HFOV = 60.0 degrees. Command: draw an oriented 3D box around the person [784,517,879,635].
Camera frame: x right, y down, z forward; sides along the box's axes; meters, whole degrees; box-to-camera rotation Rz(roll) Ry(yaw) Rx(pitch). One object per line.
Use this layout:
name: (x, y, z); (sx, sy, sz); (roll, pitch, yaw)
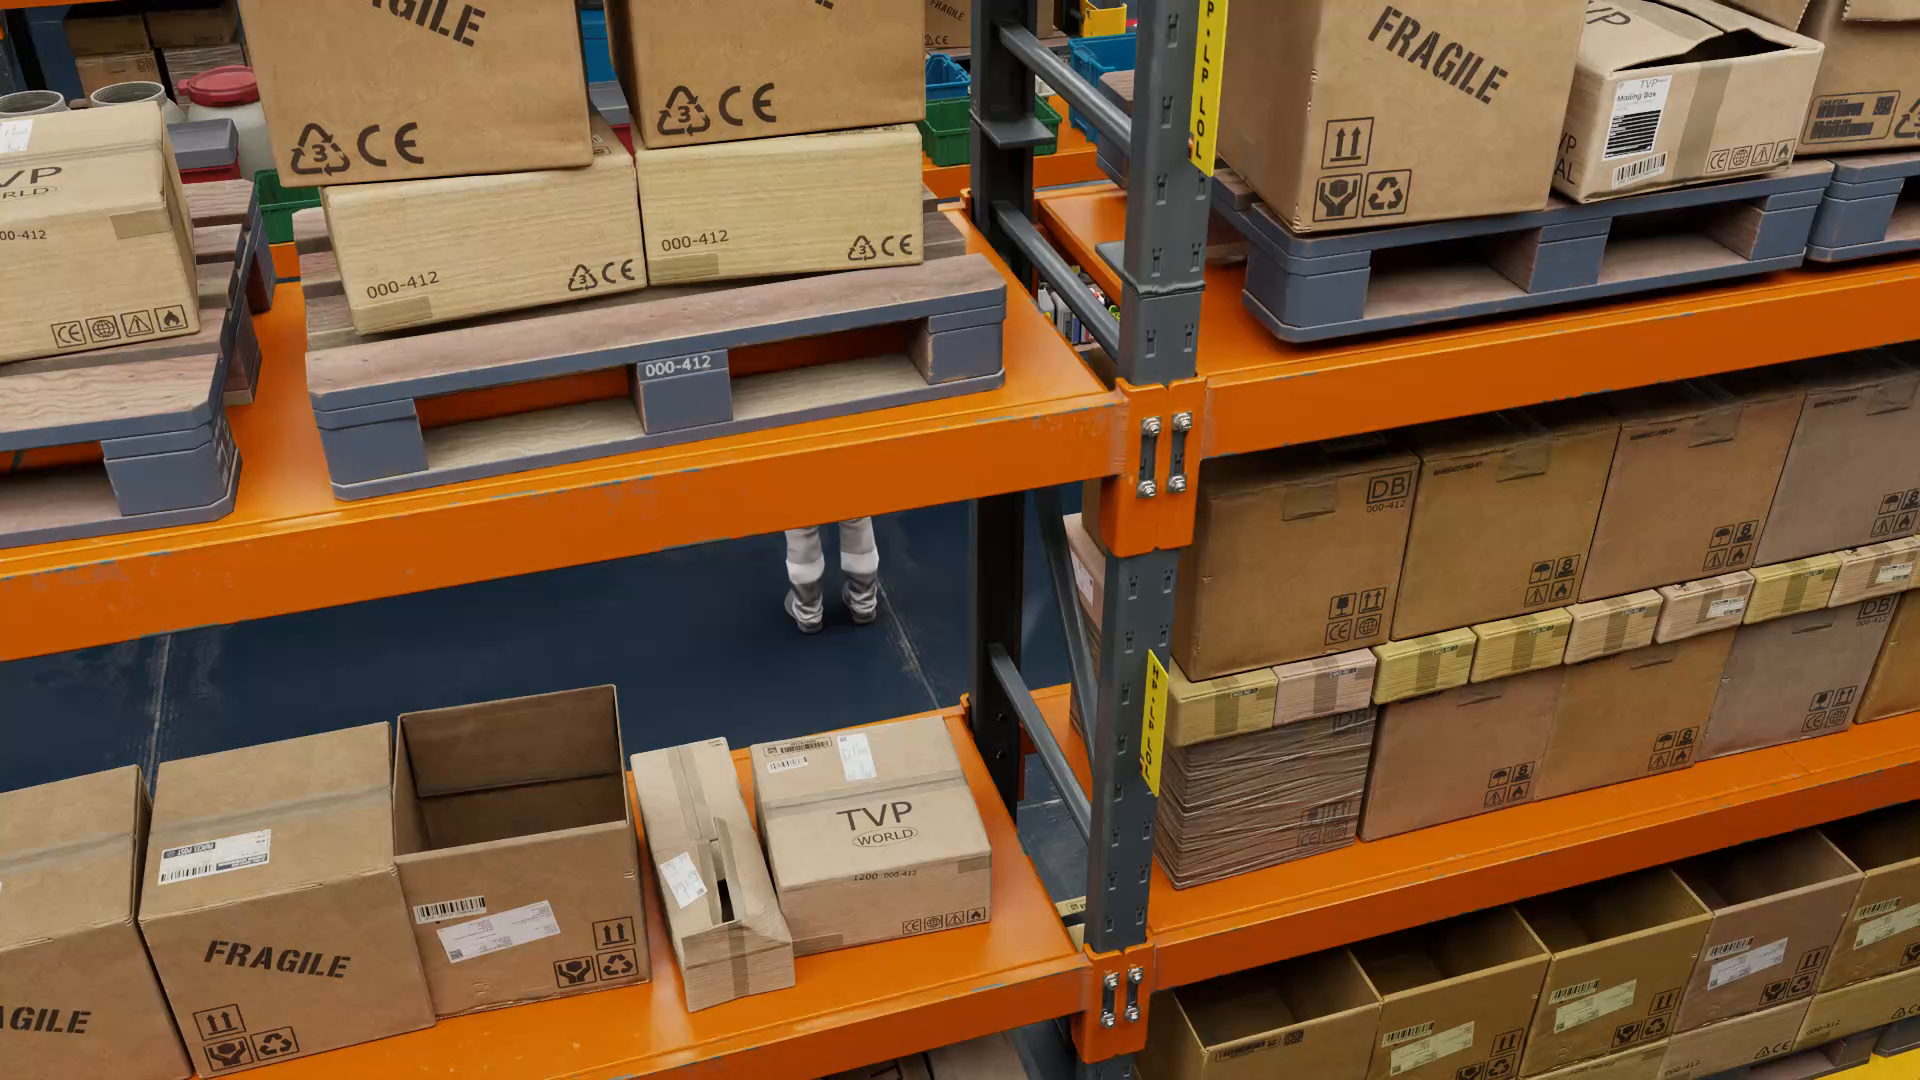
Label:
person: (-0.574, -0.426, 6.767); (0.493, 1.782, 0.458); (-10, 35, -14)
